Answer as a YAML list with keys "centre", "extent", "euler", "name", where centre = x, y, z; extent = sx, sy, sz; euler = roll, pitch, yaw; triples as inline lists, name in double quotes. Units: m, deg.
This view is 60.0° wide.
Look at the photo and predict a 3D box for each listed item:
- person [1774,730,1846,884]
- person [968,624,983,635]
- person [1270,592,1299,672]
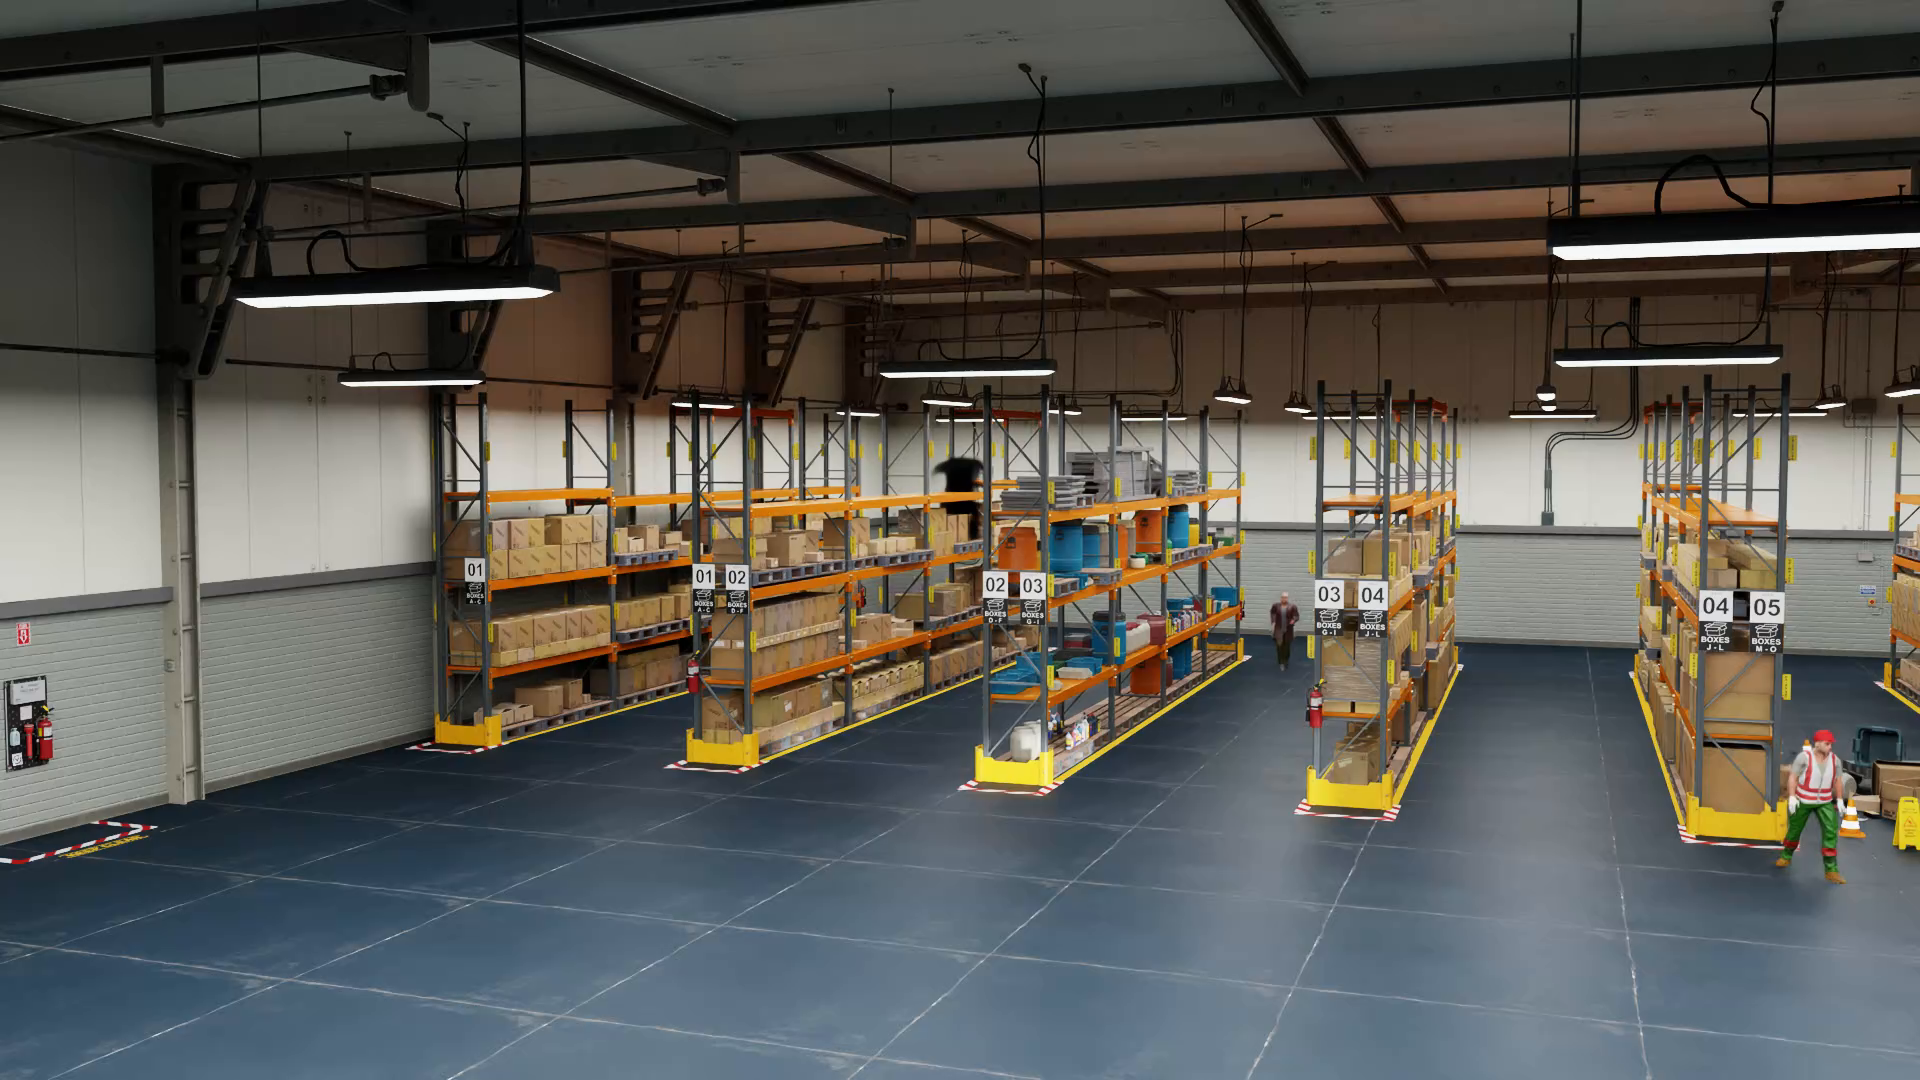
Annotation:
- centre: [10.072, 3.085, 19.592]
  extent: [0.718, 1.743, 0.885]
  euler: [0, 3, 5]
  name: "person"
- centre: [0.616, 1.785, 43.552]
  extent: [0.946, 1.749, 0.689]
  euler: [2, 3, 27]
  name: "person"
- centre: [7.458, 2.085, 38.223]
  extent: [0.662, 1.783, 1.048]
  euler: [1, 3, 10]
  name: "person"
